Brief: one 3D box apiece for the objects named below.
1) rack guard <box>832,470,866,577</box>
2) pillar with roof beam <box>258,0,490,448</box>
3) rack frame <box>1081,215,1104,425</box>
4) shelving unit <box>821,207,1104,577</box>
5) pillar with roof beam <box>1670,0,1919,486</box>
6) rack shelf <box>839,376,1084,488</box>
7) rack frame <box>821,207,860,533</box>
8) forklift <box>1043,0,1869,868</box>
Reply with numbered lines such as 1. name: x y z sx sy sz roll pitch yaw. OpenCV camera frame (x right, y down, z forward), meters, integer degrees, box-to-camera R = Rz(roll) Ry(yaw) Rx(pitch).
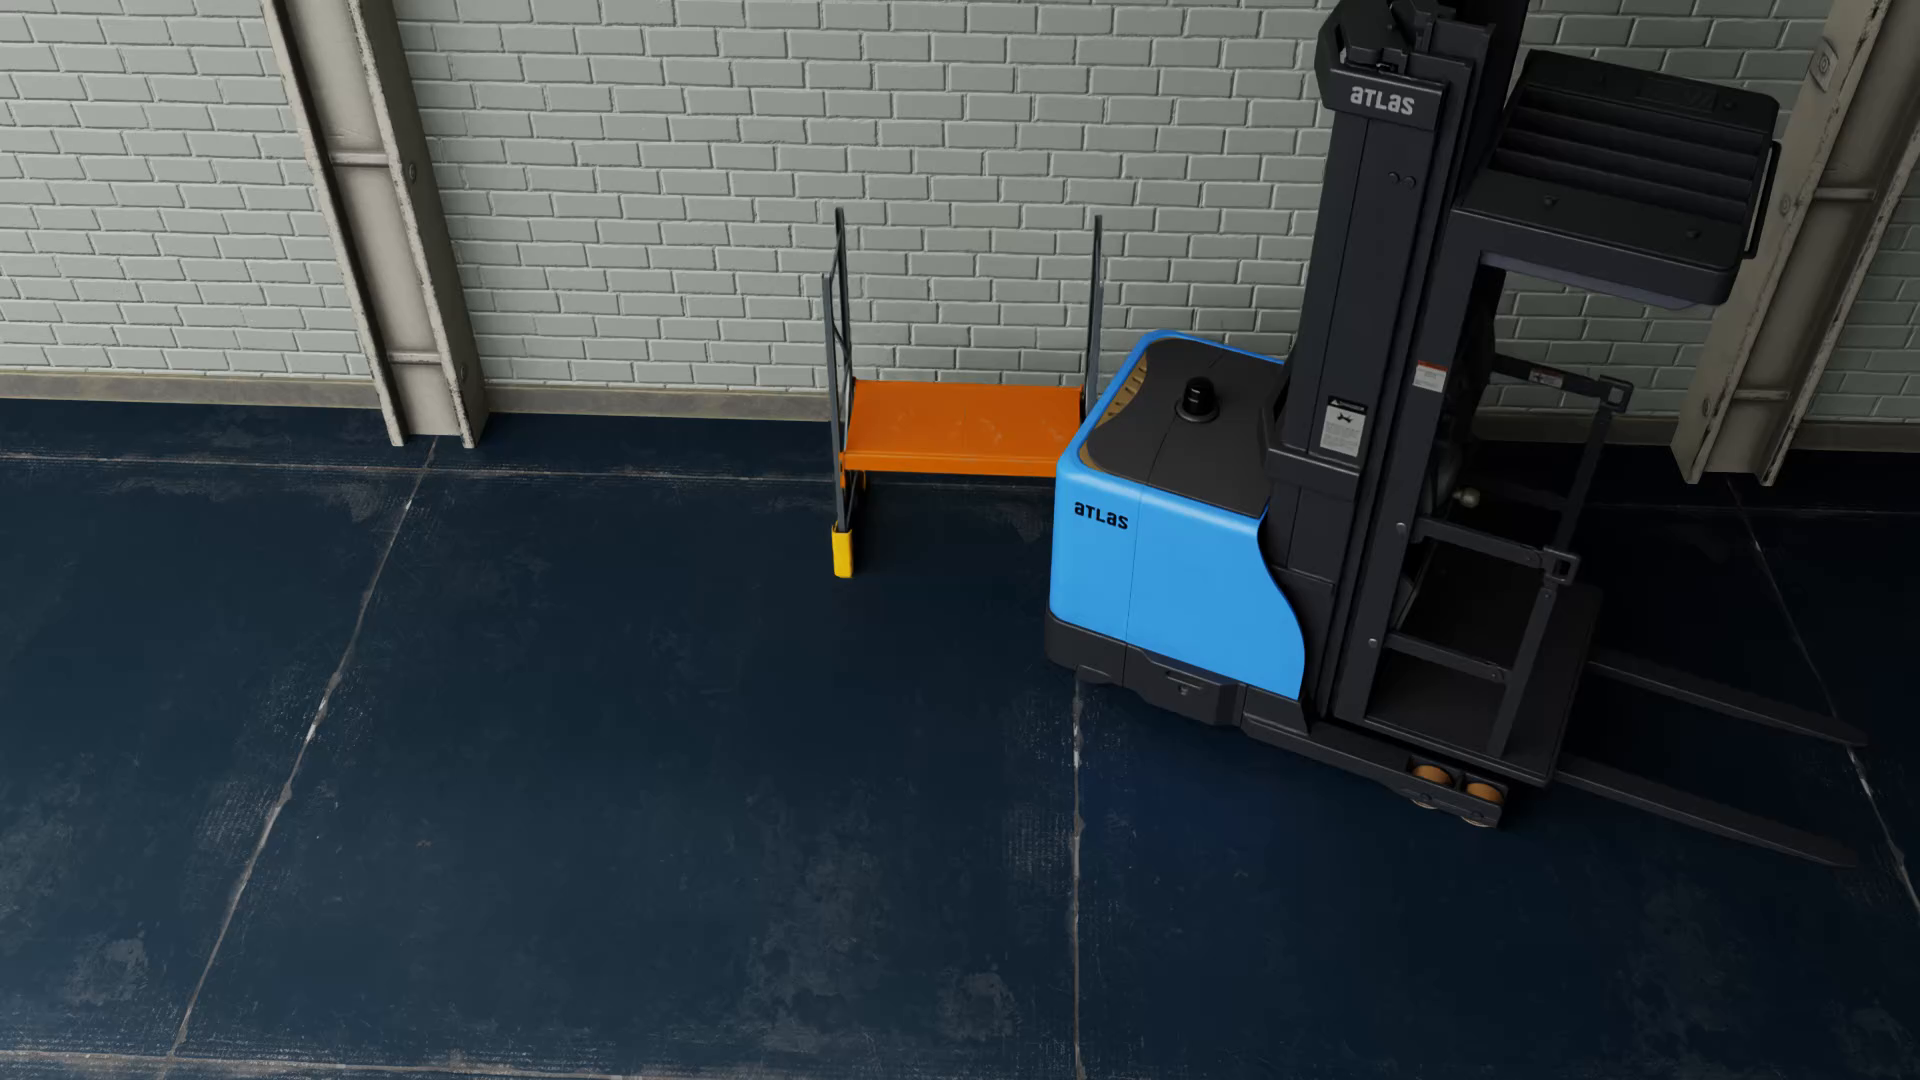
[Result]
1. rack guard: -0.485 -0.133 7.295 0.087 0.250 0.587 2 43 2
2. pillar with roof beam: -2.658 -0.903 1.703 0.400 9.000 9.100 2 43 2
3. rack frame: 0.529 -0.552 6.828 0.032 1.500 0.500 2 43 2
4. shelving unit: 0.012 -0.572 6.849 1.083 1.500 0.587 2 43 2
5. pillar with roof beam: 3.336 -0.719 1.505 0.400 9.000 9.100 2 43 2
6. rack shelf: 0.021 -0.440 6.971 1.000 0.185 0.538 2 43 2
7. rack frame: -0.486 -0.590 6.869 0.032 1.500 0.500 2 43 2
8. forklift: 1.896 -0.423 5.639 3.031 2.935 1.130 18 46 19
